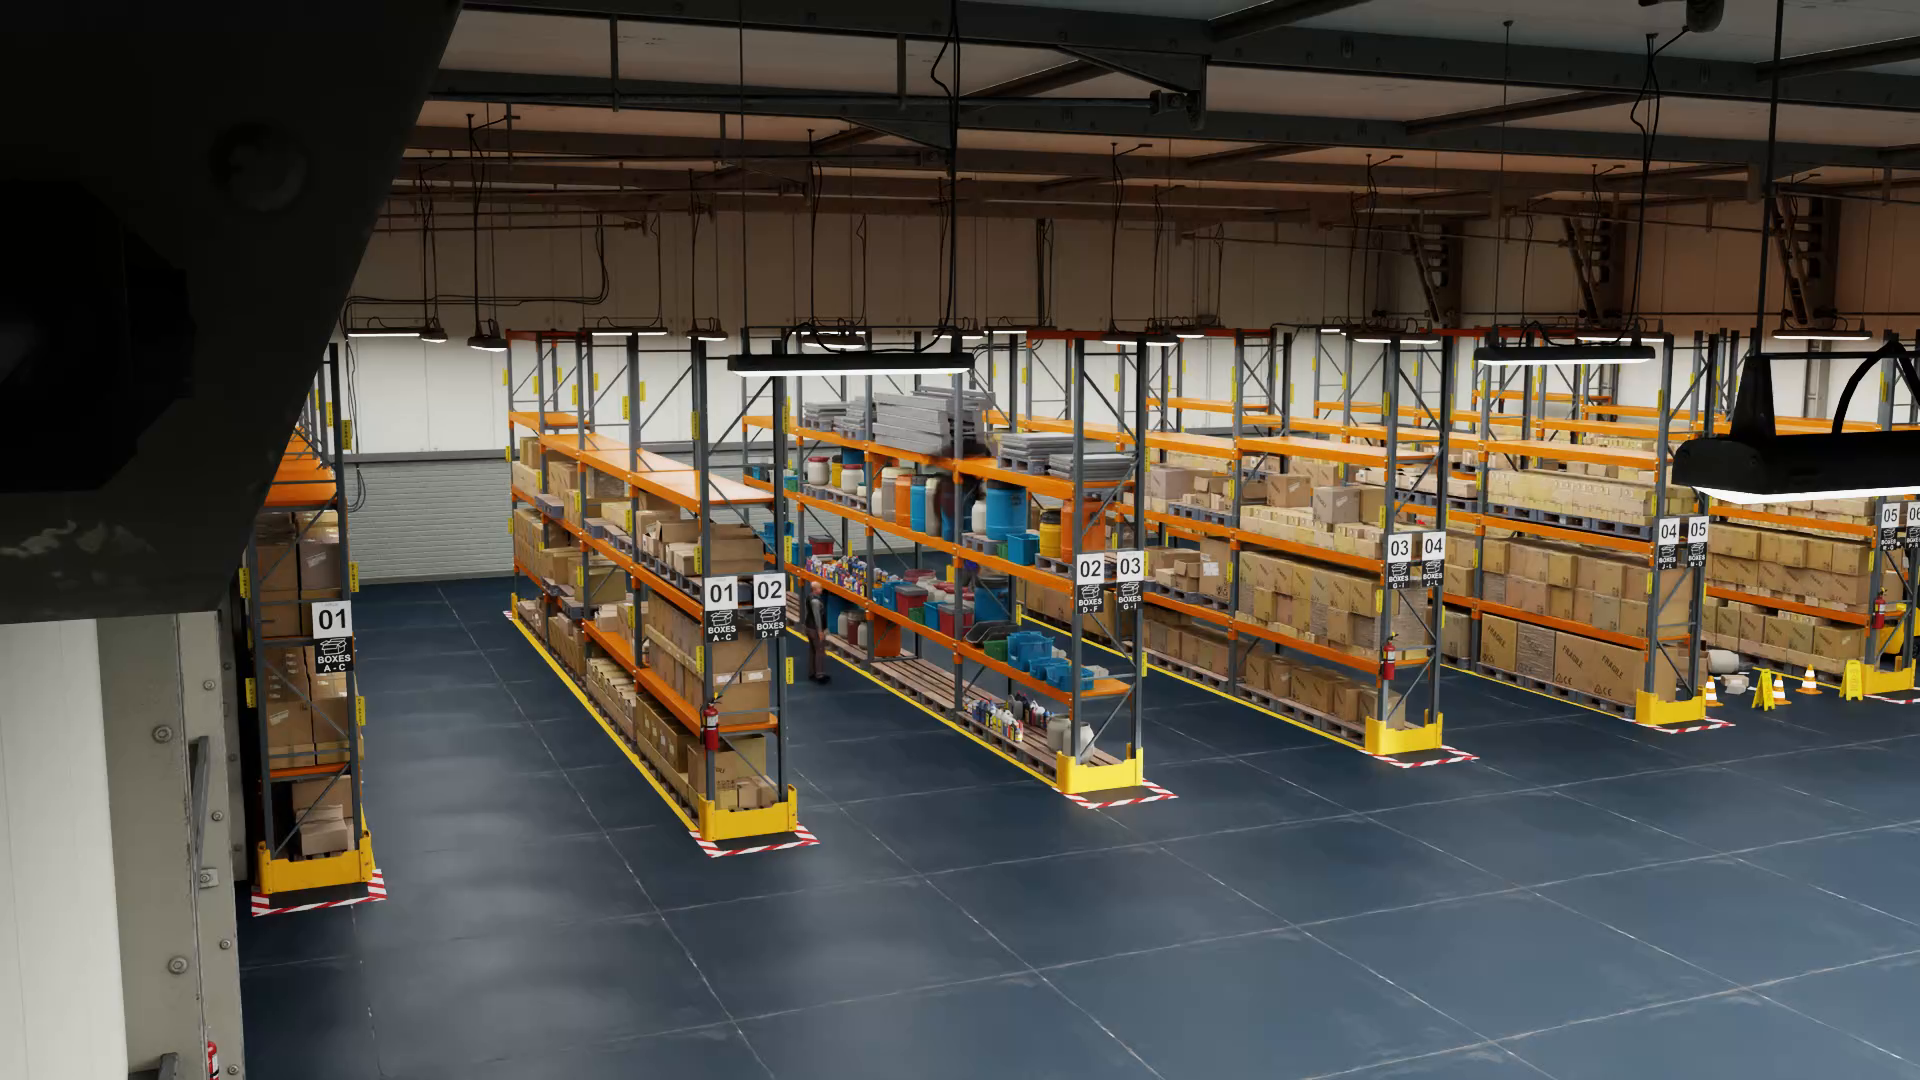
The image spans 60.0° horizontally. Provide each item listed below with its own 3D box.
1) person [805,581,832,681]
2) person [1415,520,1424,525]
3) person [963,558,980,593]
[{"bbox_3d":[-2.445,1.562,28.751,0.428,1.723,0.589,-2,8,-17],"label":"person"},{"bbox_3d":[10.124,0.443,36.863,0.462,1.798,0.525,-1,8,-6],"label":"person"},{"bbox_3d":[0.223,0.748,35.213,0.506,1.612,0.928,-2,8,-15],"label":"person"}]
